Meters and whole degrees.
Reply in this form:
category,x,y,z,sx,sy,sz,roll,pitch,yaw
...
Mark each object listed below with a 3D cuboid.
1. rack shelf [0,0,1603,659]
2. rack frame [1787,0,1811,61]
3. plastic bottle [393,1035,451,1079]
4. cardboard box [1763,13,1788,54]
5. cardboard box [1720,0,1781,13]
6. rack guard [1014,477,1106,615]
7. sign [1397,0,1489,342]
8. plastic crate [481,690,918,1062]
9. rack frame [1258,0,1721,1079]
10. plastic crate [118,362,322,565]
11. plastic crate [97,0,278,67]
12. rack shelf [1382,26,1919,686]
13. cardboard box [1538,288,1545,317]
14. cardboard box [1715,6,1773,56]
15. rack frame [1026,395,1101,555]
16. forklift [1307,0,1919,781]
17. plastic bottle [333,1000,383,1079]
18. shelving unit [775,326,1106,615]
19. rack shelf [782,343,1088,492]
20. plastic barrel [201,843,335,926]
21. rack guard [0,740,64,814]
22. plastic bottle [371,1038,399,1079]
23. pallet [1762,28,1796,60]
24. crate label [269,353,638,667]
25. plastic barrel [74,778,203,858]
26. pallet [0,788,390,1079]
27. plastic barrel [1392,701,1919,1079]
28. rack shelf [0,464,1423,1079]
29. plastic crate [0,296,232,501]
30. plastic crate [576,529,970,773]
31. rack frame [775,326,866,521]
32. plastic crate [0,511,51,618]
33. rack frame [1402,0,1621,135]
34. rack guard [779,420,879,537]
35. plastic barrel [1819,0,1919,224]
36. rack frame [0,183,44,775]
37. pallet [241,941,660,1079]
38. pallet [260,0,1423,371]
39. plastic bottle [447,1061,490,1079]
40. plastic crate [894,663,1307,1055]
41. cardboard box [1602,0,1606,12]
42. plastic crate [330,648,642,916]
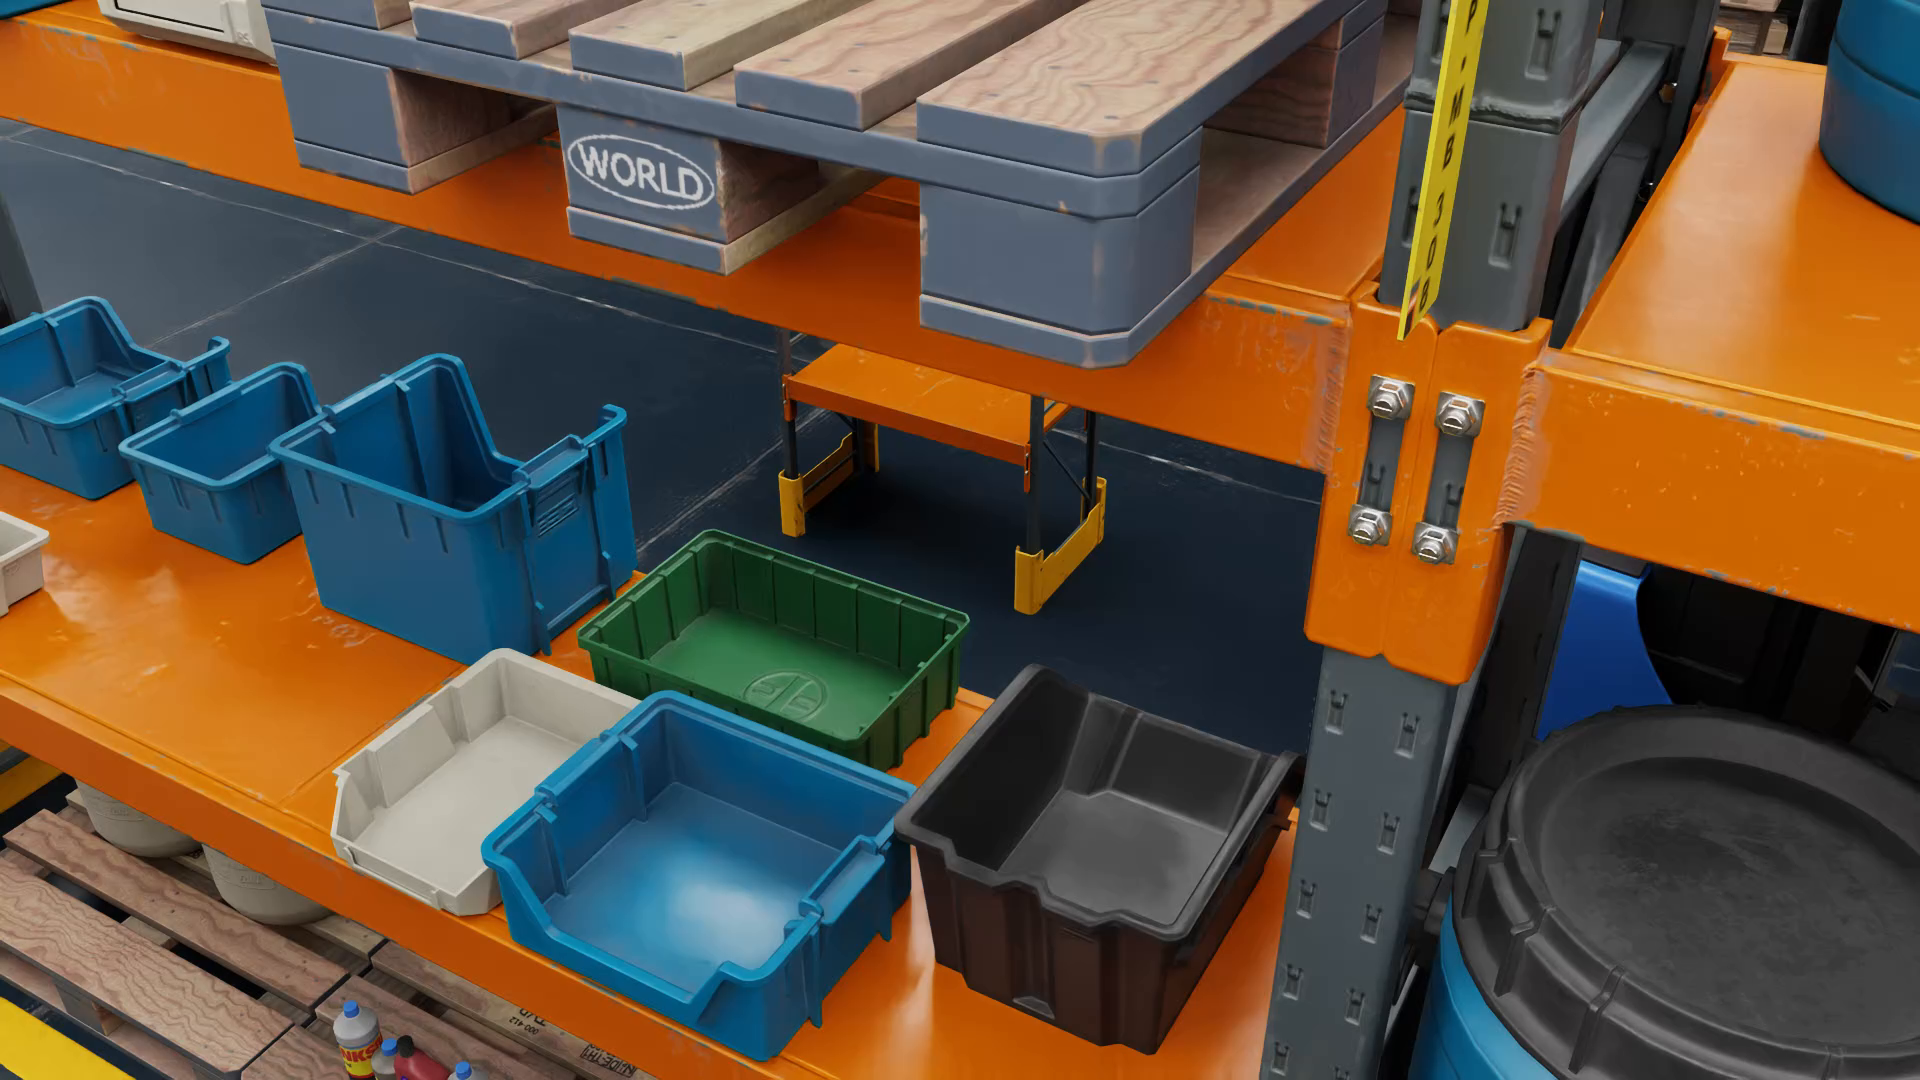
category,x,y,z,sx,sy,sz,roll,pitch,yaw
rack shelf,-1.068,-0.830,2.733,4.000,0.370,1.077,18,37,24
rack frame,3.129,-1.713,6.117,0.127,3.000,1.000,18,37,24
plastic bottle,-1.198,1.236,3.741,0.133,0.283,0.061,18,38,25
cardboard box,5.105,-3.235,10.561,0.250,0.166,0.380,13,36,18
cardboard box,2.787,-1.997,5.867,0.250,0.149,0.380,18,37,24
rack guard,0.366,0.012,6.007,0.087,0.250,0.587,18,37,24
sign,0.386,-0.321,1.312,0.005,0.325,0.100,18,37,24
plastic crate,-0.427,0.557,2.841,0.616,0.251,0.499,18,37,24
rack frame,0.668,0.669,2.539,0.127,3.000,1.000,18,37,24
plastic crate,-1.661,-0.194,3.969,0.408,0.251,0.499,18,37,24
plastic crate,-0.926,-0.716,2.151,0.396,0.136,0.243,18,37,24
rack shelf,2.405,0.270,1.081,4.000,0.370,1.077,18,37,24
cardboard box,2.190,-1.221,6.803,0.500,0.500,0.500,18,37,24
cardboard box,2.741,-1.874,6.268,0.500,0.500,0.700,17,37,23
rack frame,0.367,-0.508,5.660,0.032,1.500,0.500,18,37,24
forklift,2.552,-0.199,3.905,3.031,2.935,1.130,22,39,29
plastic bottle,-1.385,1.170,3.851,0.097,0.271,0.097,0,34,0
shelving unit,-0.066,-0.645,5.866,1.083,1.500,0.587,18,37,24
rack shelf,-0.074,-0.498,5.969,1.000,0.185,0.538,18,37,24
plastic barrel,-1.760,0.712,4.340,0.421,0.512,0.421,0,34,0
rack guard,-2.715,0.608,4.886,0.348,0.500,1.175,18,37,24
plastic bottle,-1.295,1.228,3.828,0.097,0.201,0.097,0,34,0
pallet,4.983,-3.105,10.723,1.213,0.211,1.003,18,37,24
crate label,-1.072,-0.070,3.616,0.616,0.435,0.502,18,37,24
plastic barrel,-2.195,0.574,4.547,0.421,0.512,0.421,0,34,0
pallet,-2.013,0.954,4.627,1.213,0.211,1.003,18,37,24
plastic barrel,0.853,0.713,2.021,0.708,0.901,0.600,18,37,24
rack shelf,-1.068,0.419,3.564,4.000,0.370,1.077,18,37,24
plastic crate,-2.222,-0.375,4.242,0.616,0.251,0.499,18,37,24
plastic crate,-0.370,0.248,3.362,0.662,0.188,0.450,18,37,24
rack frame,-0.515,-0.788,6.079,0.032,1.500,0.500,18,37,24
plastic crate,-2.187,0.080,3.662,0.250,0.136,0.298,18,37,24
rack frame,0.668,-1.828,0.876,0.127,3.000,1.000,18,37,24
rack guard,-0.499,-0.262,6.418,0.087,0.250,0.587,18,37,24
plastic barrel,1.217,-0.753,1.515,0.708,0.901,0.600,18,37,24
rack frame,-2.805,-0.431,4.191,0.127,3.000,1.000,18,37,24
pallet,-0.958,1.290,4.122,1.213,0.211,1.003,18,37,24
pallet,-0.007,-0.652,1.987,1.003,0.211,1.213,18,37,24
plastic bottle,-1.088,1.264,3.709,0.097,0.271,0.097,0,34,0
plastic crate,0.277,0.490,2.864,0.504,0.338,0.767,18,37,24
cardboard box,2.280,-2.016,6.481,0.500,0.500,0.700,17,37,24
plastic crate,-0.867,0.454,3.099,0.437,0.136,0.530,18,37,24
